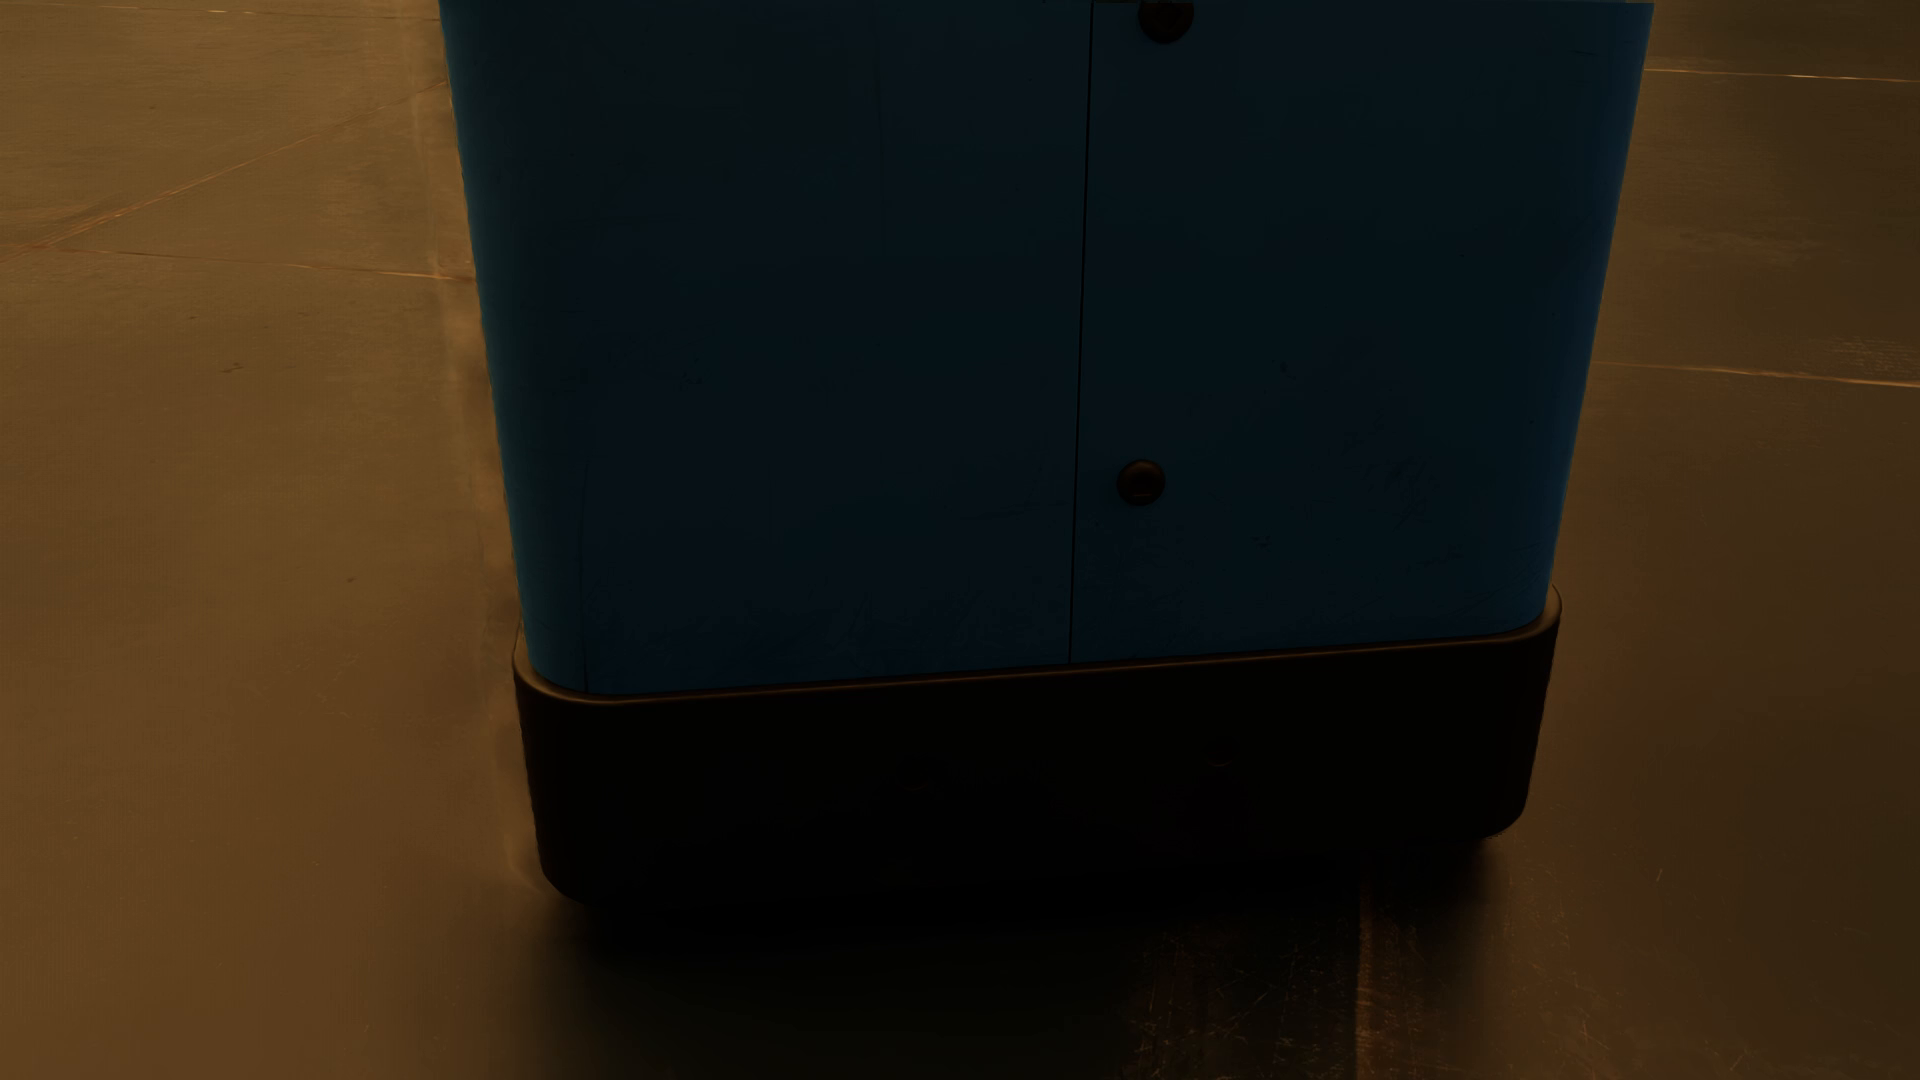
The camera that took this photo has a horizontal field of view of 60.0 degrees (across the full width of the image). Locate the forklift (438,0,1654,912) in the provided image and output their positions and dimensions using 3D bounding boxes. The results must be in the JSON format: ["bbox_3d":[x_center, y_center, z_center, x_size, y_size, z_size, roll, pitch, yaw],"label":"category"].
[{"bbox_3d":[-0.095,-1.583,2.383,1.130,2.935,3.031,-3,27,-7],"label":"forklift"}]
